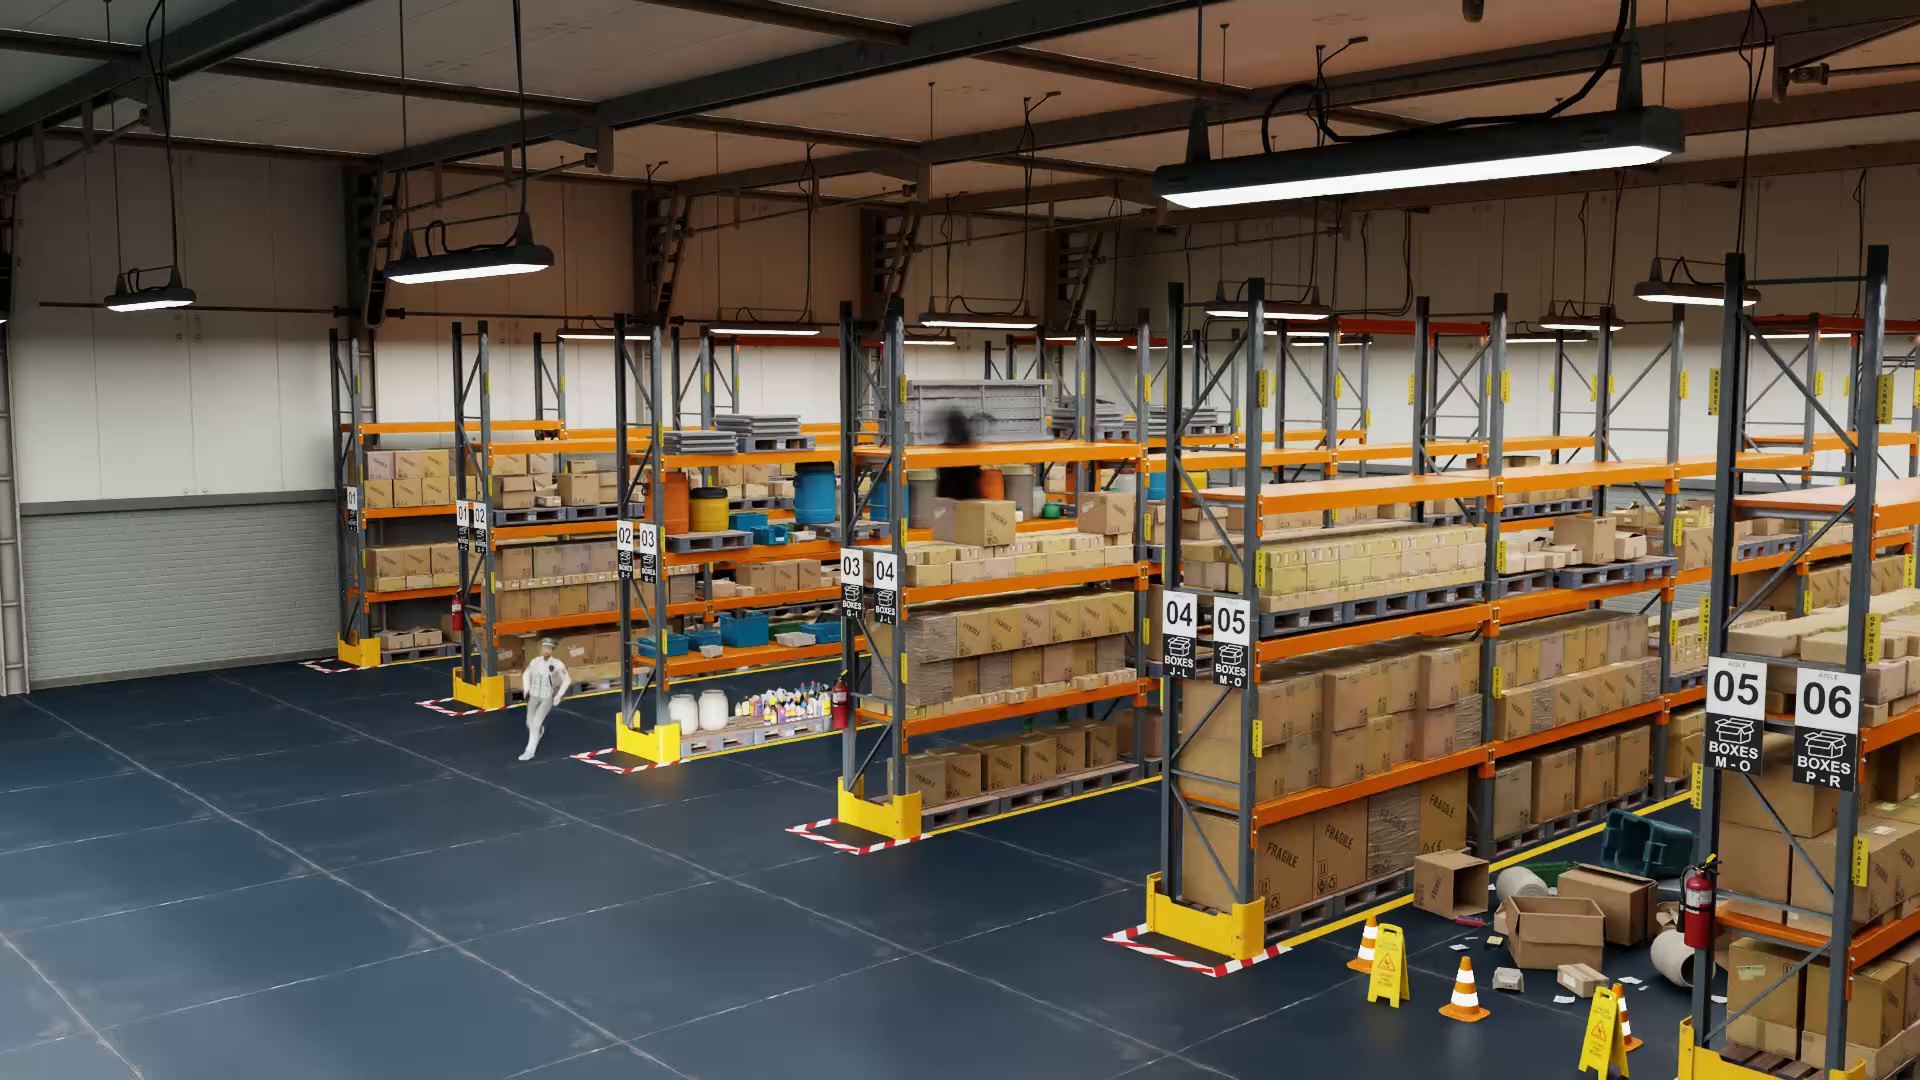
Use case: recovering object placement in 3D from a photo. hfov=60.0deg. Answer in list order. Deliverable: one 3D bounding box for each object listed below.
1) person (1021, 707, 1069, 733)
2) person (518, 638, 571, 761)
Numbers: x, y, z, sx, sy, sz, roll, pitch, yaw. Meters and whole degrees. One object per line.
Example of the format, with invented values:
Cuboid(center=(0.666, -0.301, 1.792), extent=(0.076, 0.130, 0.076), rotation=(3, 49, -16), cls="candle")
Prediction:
Cuboid(center=(1.118, 1.806, 22.557), extent=(0.607, 1.804, 0.957), rotation=(5, 8, 42), cls="person")
Cuboid(center=(-5.621, 2.127, 22.538), extent=(0.669, 1.632, 0.700), rotation=(1, 6, 8), cls="person")
